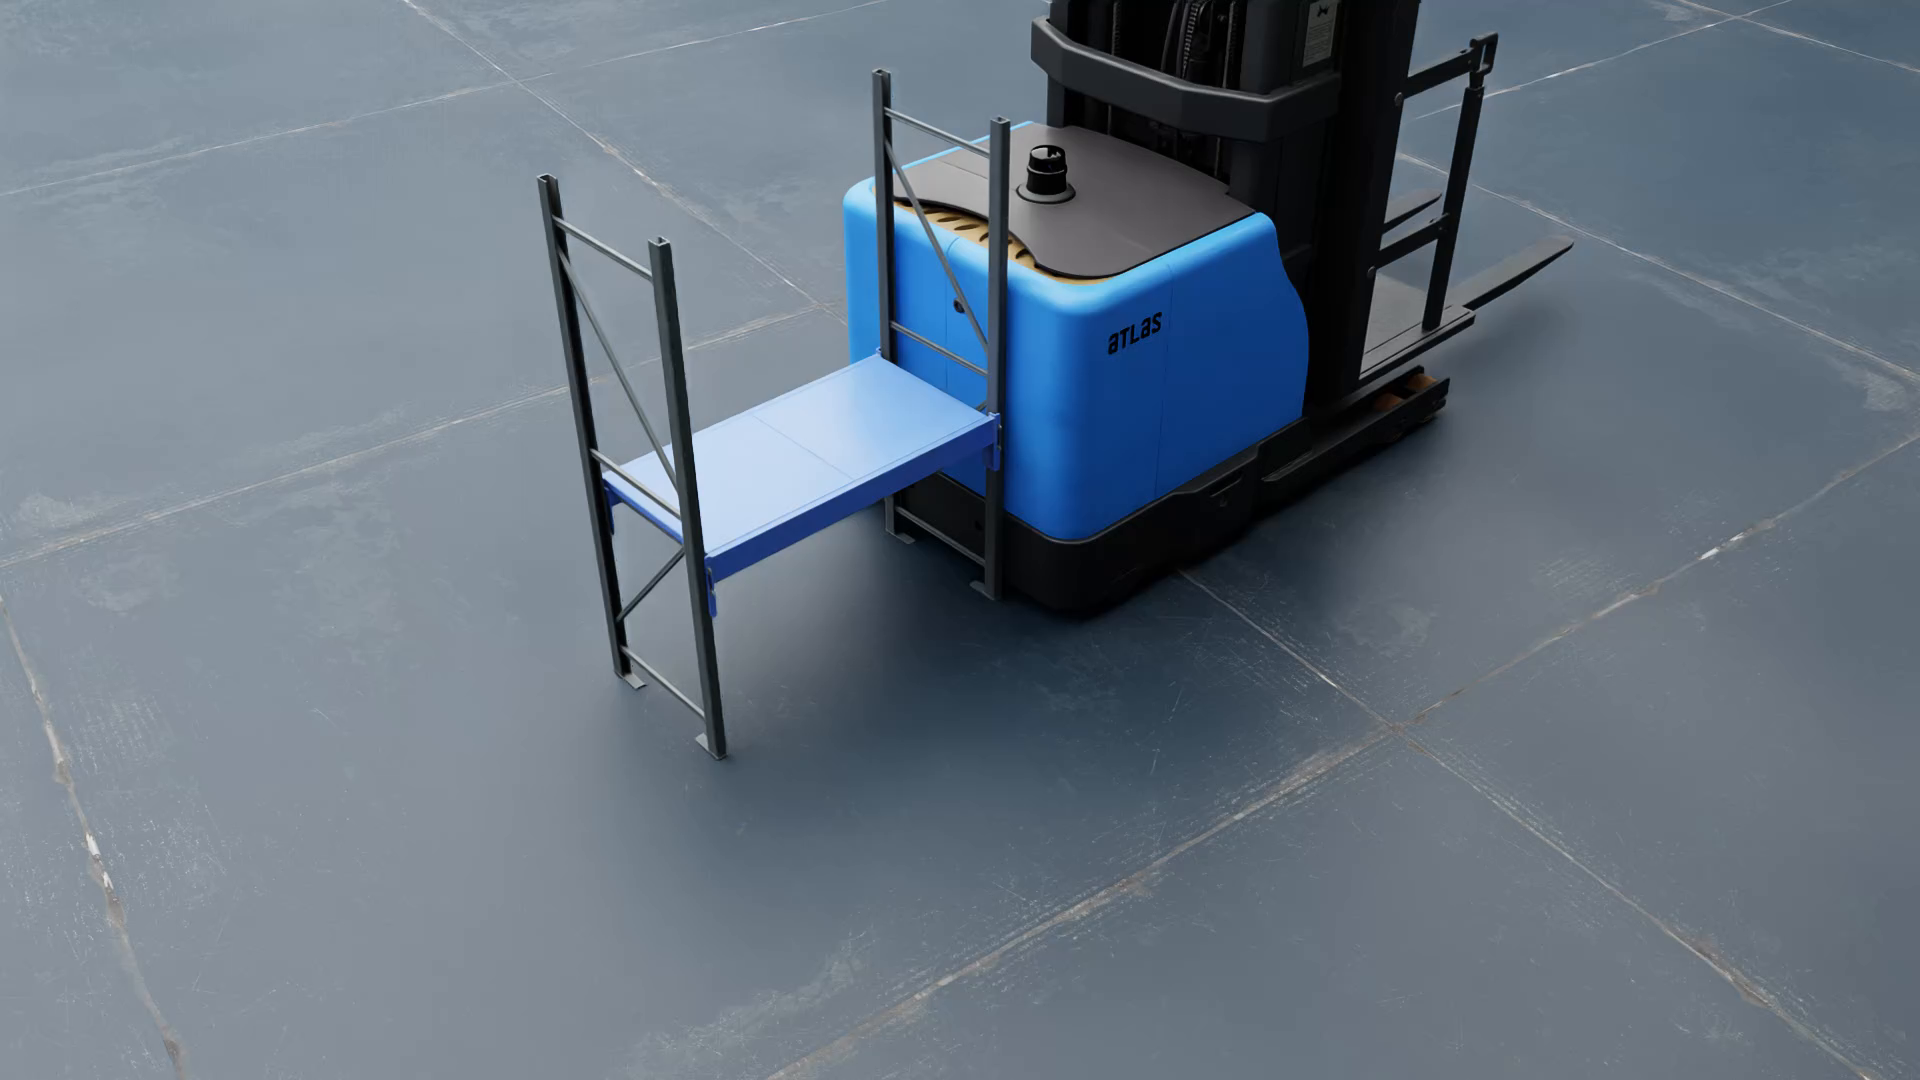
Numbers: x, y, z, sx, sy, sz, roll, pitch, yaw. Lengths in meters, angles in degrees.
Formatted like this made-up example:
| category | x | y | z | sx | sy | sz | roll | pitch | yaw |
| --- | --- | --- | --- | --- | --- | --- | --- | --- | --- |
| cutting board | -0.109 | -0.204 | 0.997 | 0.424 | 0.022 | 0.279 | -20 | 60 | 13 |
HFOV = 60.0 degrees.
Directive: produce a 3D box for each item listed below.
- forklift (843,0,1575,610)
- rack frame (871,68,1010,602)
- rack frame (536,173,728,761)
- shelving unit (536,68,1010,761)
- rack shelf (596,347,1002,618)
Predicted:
| category | x | y | z | sx | sy | sz | roll | pitch | yaw |
| --- | --- | --- | --- | --- | --- | --- | --- | --- | --- |
| forklift | 1.066 | -1.725 | 5.139 | 3.031 | 2.935 | 1.130 | -28 | 44 | -33 |
| rack frame | -0.055 | -0.535 | 4.709 | 0.032 | 1.500 | 0.500 | -28 | 44 | -33 |
| rack frame | -0.802 | -0.132 | 4.149 | 0.032 | 1.500 | 0.500 | -28 | 44 | -33 |
| shelving unit | -0.429 | -0.334 | 4.429 | 1.048 | 1.500 | 0.538 | -28 | 44 | -33 |
| rack shelf | -0.429 | -0.188 | 4.534 | 1.000 | 0.185 | 0.538 | -28 | 44 | -33 |
